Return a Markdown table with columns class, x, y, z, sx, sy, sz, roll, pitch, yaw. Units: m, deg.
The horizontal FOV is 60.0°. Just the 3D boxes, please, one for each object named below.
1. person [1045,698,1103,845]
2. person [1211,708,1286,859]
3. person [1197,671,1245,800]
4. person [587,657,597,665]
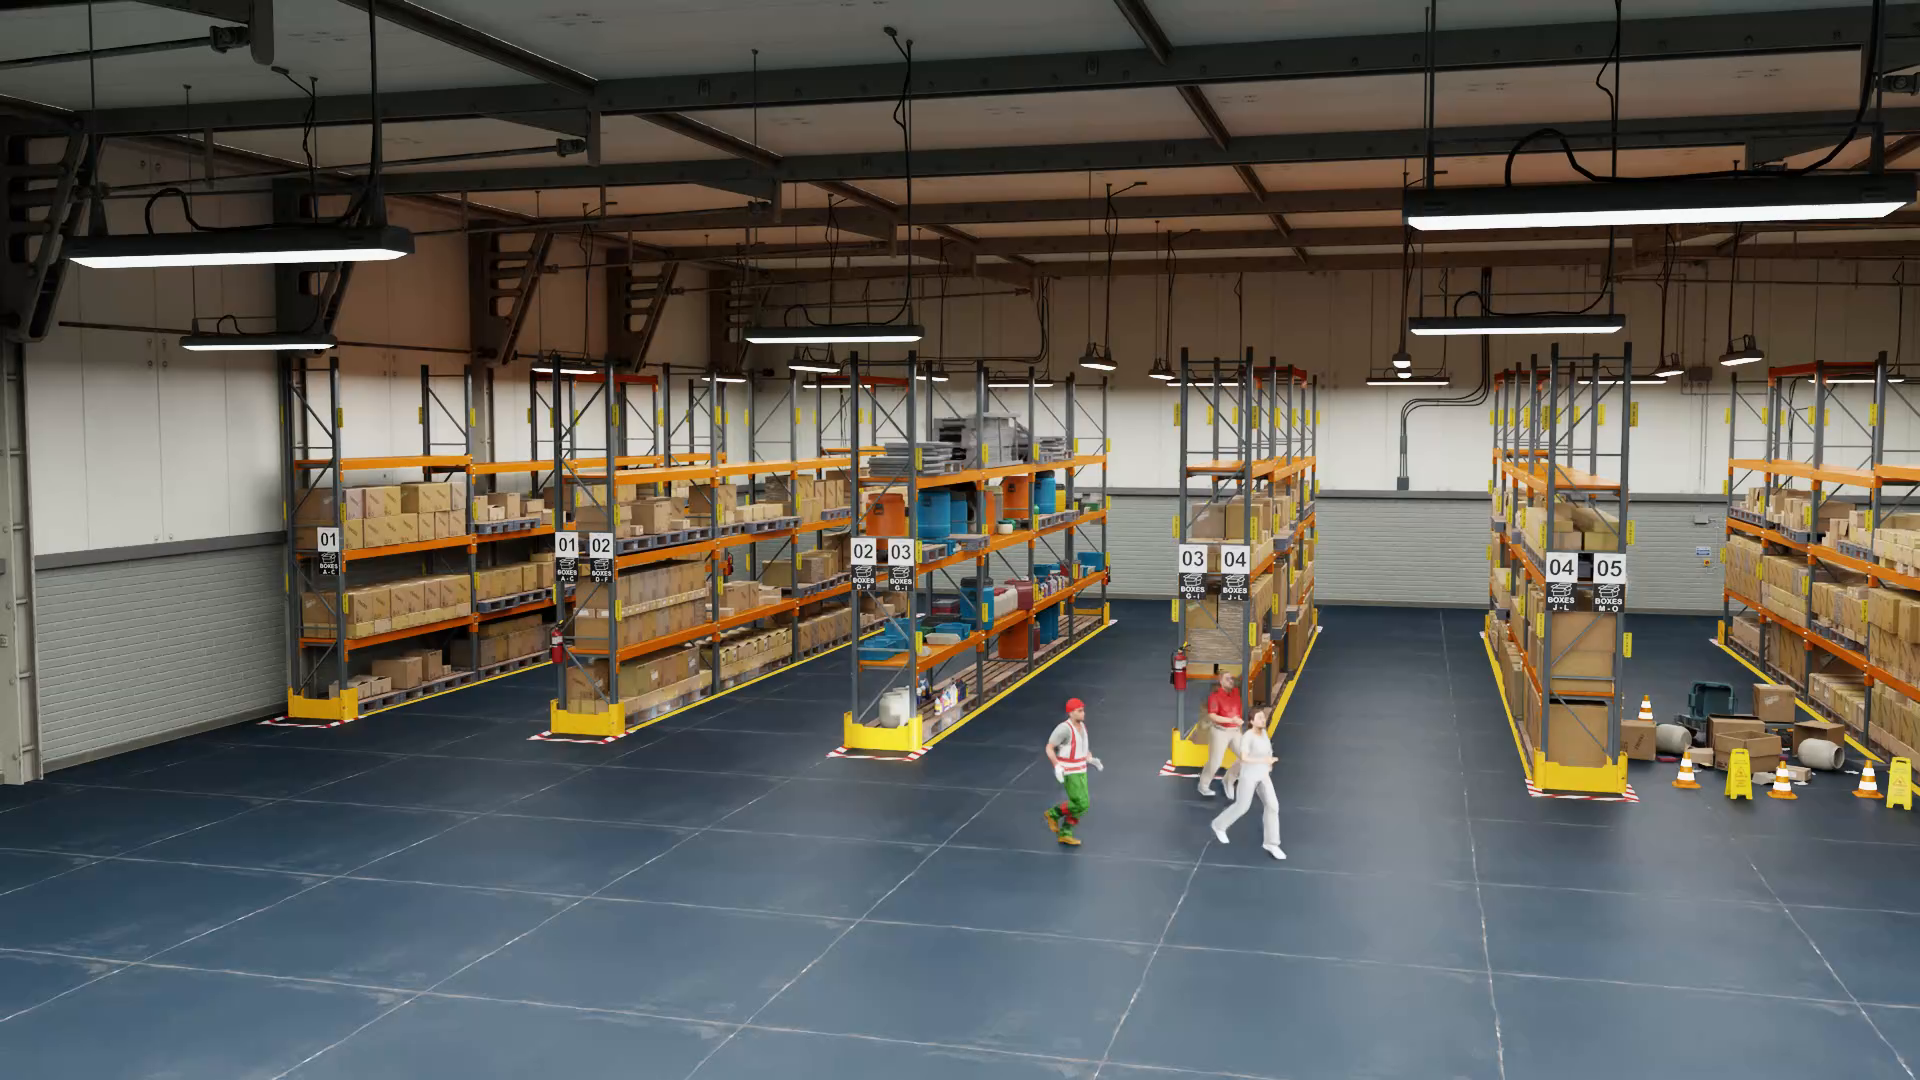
| class | x | y | z | sx | sy | sz | roll | pitch | yaw |
| --- | --- | --- | --- | --- | --- | --- | --- | --- | --- |
| person | 1.323 | 2.712 | 19.466 | 0.634 | 1.733 | 0.659 | 3 | 5 | 38 |
| person | 3.355 | 2.760 | 19.164 | 0.575 | 1.695 | 0.955 | -3 | 5 | -39 |
| person | 3.492 | 2.550 | 21.717 | 0.679 | 1.705 | 0.859 | -2 | 5 | -29 |
| person | -6.543 | 1.895 | 30.187 | 0.710 | 1.747 | 0.968 | 1 | 4 | 16 |
